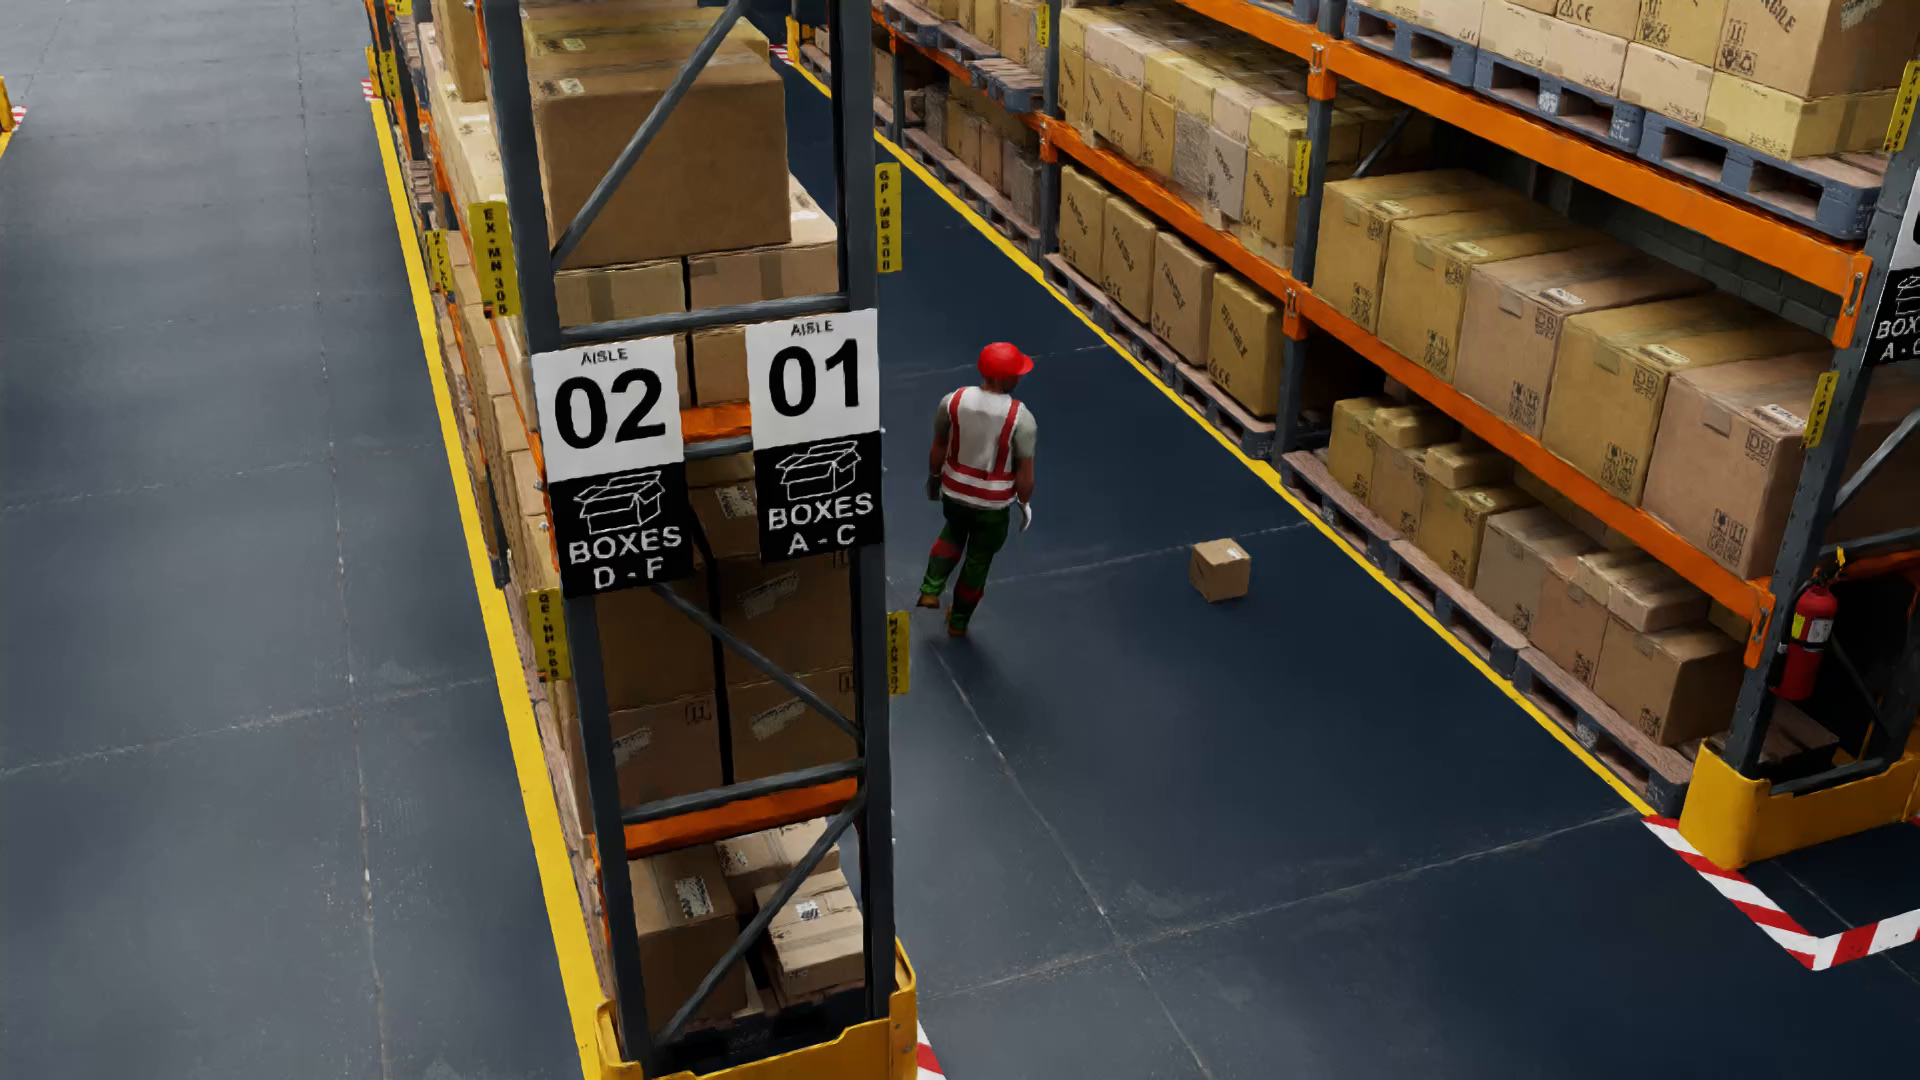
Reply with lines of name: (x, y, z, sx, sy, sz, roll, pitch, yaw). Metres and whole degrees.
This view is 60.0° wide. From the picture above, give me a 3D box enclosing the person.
person: (0.104, -0.271, 8.801, 0.678, 1.772, 0.465, 9, 31, 16)
